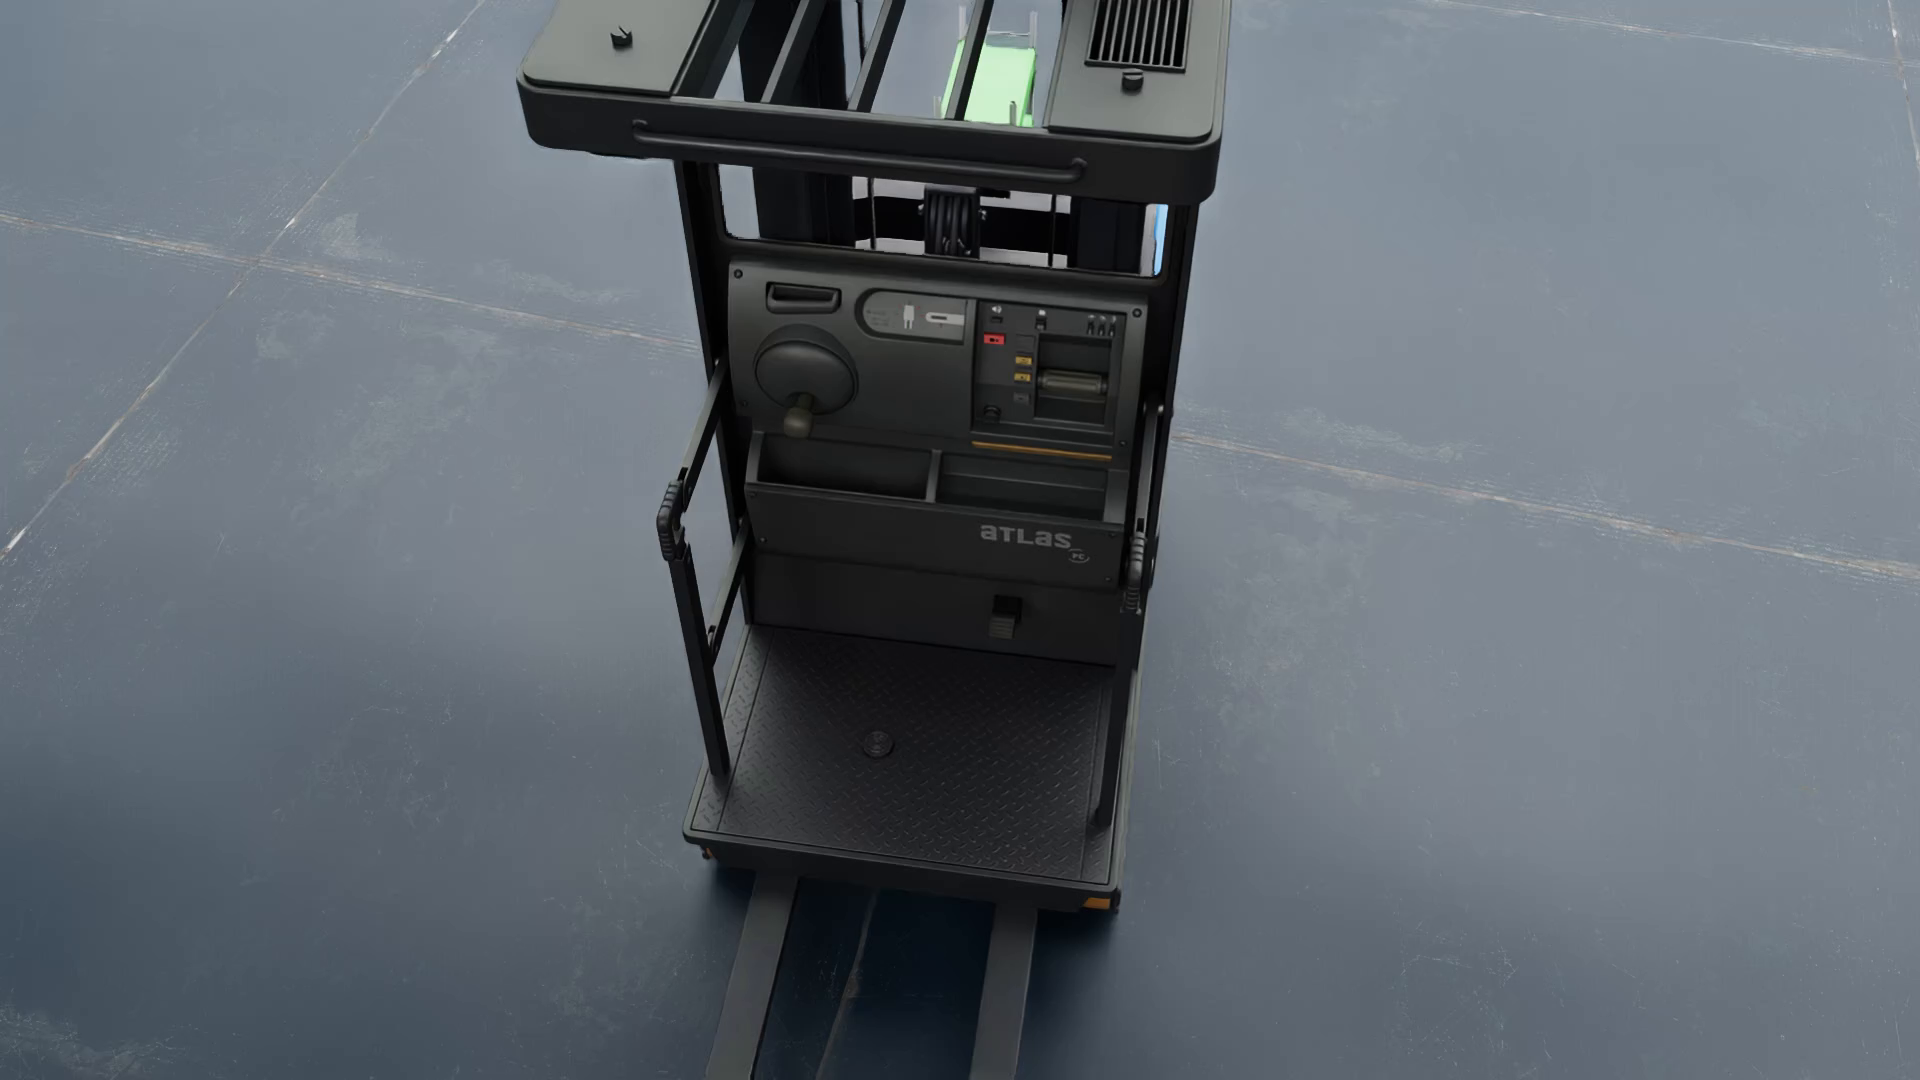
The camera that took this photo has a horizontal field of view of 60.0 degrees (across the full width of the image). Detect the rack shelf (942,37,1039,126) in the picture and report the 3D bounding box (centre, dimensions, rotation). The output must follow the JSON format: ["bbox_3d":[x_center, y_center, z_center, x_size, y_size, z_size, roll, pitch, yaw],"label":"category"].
[{"bbox_3d":[0.082,-1.326,5.065,0.258,0.148,0.480,6,49,6],"label":"rack shelf"}]

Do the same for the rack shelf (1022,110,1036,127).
[{"bbox_3d":[0.082,-1.168,5.245,0.258,0.148,0.480,6,49,6],"label":"rack shelf"}]

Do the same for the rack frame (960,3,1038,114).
[{"bbox_3d":[0.118,-1.232,5.537,0.240,1.200,0.015,6,49,6],"label":"rack frame"}]

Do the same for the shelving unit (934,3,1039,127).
[{"bbox_3d":[0.082,-1.051,5.377,0.258,1.200,0.503,6,49,6],"label":"shelving unit"}]

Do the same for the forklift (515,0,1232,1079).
[{"bbox_3d":[-0.087,-0.293,3.554,1.130,2.935,3.031,6,49,6],"label":"forklift"}]

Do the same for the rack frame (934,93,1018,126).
[{"bbox_3d":[0.046,-0.870,5.218,0.240,1.200,0.015,6,49,6],"label":"rack frame"}]
